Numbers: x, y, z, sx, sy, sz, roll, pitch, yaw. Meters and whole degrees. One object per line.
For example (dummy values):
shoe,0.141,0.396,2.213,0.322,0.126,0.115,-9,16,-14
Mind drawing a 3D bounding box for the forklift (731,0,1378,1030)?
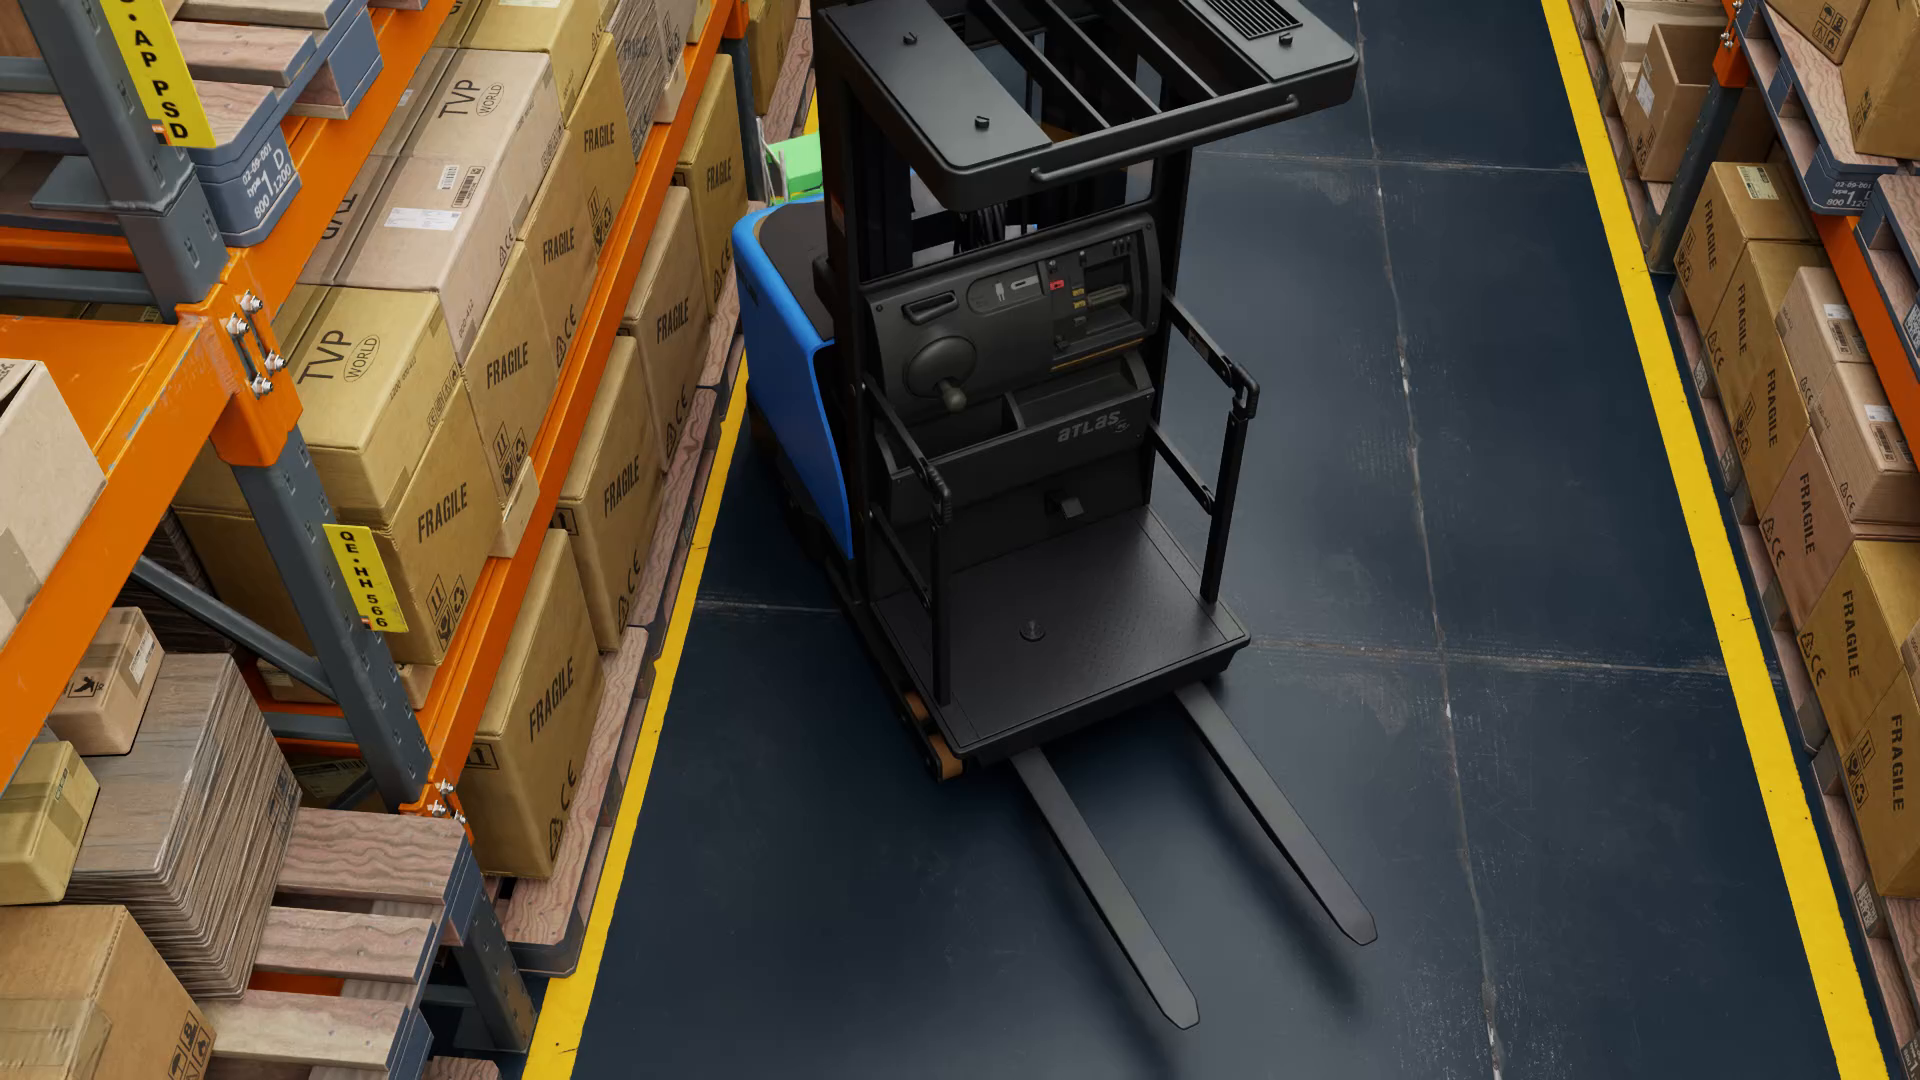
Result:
forklift,0.272,-0.571,4.786,1.130,2.935,3.031,-20,50,-17

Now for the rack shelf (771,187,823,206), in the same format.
rack shelf,-0.454,-1.233,6.320,0.480,0.148,0.258,-20,49,-17

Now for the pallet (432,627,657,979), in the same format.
pallet,-1.614,0.784,5.390,1.003,0.211,1.213,4,48,4

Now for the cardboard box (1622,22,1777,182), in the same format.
cardboard box,3.307,-1.935,7.383,0.500,0.500,0.500,4,48,4

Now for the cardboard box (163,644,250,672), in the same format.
cardboard box,-1.986,0.238,4.156,0.380,0.149,0.250,5,48,4

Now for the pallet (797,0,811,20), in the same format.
pallet,-1.140,-3.034,8.882,1.003,0.211,1.213,4,48,4

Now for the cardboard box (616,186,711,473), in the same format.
cardboard box,-1.404,-0.799,6.120,0.750,0.750,0.750,5,48,5

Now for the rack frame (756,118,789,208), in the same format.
rack frame,-0.671,-1.032,6.375,0.015,1.200,0.240,-20,49,-17

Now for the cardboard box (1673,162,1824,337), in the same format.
cardboard box,3.251,-1.158,6.672,0.500,0.500,0.500,2,48,2

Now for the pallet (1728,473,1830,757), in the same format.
pallet,3.392,0.248,5.880,1.003,0.211,1.213,4,48,4

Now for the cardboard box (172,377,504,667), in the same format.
cardboard box,-1.462,-0.064,3.993,0.500,0.500,0.500,5,48,5

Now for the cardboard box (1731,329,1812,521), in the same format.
cardboard box,3.160,-0.399,5.978,0.500,0.500,0.500,4,48,4

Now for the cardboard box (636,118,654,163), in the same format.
cardboard box,-1.267,-1.430,5.681,0.380,0.149,0.250,4,48,4

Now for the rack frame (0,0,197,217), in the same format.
rack frame,-1.761,-1.608,1.622,1.000,3.000,0.127,4,48,4

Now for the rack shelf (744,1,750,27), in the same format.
rack shelf,-1.214,-3.749,8.134,1.077,0.370,4.000,4,48,4

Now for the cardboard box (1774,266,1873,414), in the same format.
cardboard box,3.159,-0.676,5.723,0.500,0.250,0.500,4,48,4

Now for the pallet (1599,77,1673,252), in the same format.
pallet,3.601,-1.756,7.713,1.003,0.211,1.213,4,48,4

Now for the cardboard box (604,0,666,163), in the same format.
cardboard box,-1.278,-1.563,5.364,0.500,0.500,0.500,4,48,4

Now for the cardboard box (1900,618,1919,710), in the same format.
cardboard box,3.025,0.444,4.698,0.500,0.250,0.500,6,48,5

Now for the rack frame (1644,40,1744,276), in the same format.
rack frame,3.537,-2.192,6.222,1.000,3.000,0.127,4,48,4

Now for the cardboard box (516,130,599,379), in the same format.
cardboard box,-1.358,-0.813,4.678,0.500,0.500,0.500,4,48,3

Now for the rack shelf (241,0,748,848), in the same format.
rack shelf,-1.578,-0.810,5.446,1.077,0.370,4.000,4,48,4

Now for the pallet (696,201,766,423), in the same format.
pallet,-1.391,-1.009,7.030,1.003,0.211,1.213,4,48,4

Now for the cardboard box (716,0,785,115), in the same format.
cardboard box,-1.226,-2.363,7.788,0.700,0.500,0.500,4,48,4

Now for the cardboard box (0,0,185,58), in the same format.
cardboard box,-1.774,-1.131,2.853,0.700,0.500,0.500,1,48,0

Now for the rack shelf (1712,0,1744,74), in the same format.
rack shelf,3.720,-3.419,7.832,1.077,0.370,4.000,4,48,4

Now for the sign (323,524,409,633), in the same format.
sign,-1.219,0.082,3.411,0.100,0.325,0.005,4,48,4

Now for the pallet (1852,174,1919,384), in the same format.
pallet,3.345,-0.617,4.912,1.003,0.211,1.213,4,48,4

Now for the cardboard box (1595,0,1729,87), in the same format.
cardboard box,3.375,-2.422,7.957,0.500,0.311,0.500,4,48,4

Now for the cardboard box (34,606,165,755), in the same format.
cardboard box,-1.762,0.271,3.164,0.380,0.149,0.250,-2,48,-2

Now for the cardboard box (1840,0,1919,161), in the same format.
cardboard box,3.272,-1.525,5.260,0.700,0.500,0.500,11,48,10

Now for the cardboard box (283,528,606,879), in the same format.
cardboard box,-1.563,0.469,4.961,0.750,0.750,0.750,3,48,3

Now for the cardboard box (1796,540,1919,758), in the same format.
cardboard box,3.072,0.359,5.285,0.500,0.500,0.500,2,48,2

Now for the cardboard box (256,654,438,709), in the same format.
cardboard box,-1.500,0.268,4.128,0.380,0.149,0.250,3,48,3

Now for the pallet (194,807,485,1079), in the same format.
pallet,-1.719,1.012,3.421,1.213,0.211,1.003,4,48,4

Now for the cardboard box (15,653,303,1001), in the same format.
cardboard box,-1.794,0.581,3.320,0.700,0.500,0.500,-1,48,-1

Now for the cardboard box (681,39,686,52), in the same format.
cardboard box,-1.213,-1.803,6.023,0.380,0.149,0.250,5,48,5

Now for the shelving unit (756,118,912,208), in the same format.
shelving unit,-0.452,-1.110,6.447,0.503,1.200,0.258,-20,49,-17

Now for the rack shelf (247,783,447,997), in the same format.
rack shelf,-1.943,2.129,2.757,1.077,0.370,4.000,4,48,4

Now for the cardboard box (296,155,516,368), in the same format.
cardboard box,-1.414,-0.689,4.056,0.500,0.250,0.500,3,48,3

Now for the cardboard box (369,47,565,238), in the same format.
cardboard box,-1.373,-1.056,4.392,0.500,0.250,0.500,4,48,4
